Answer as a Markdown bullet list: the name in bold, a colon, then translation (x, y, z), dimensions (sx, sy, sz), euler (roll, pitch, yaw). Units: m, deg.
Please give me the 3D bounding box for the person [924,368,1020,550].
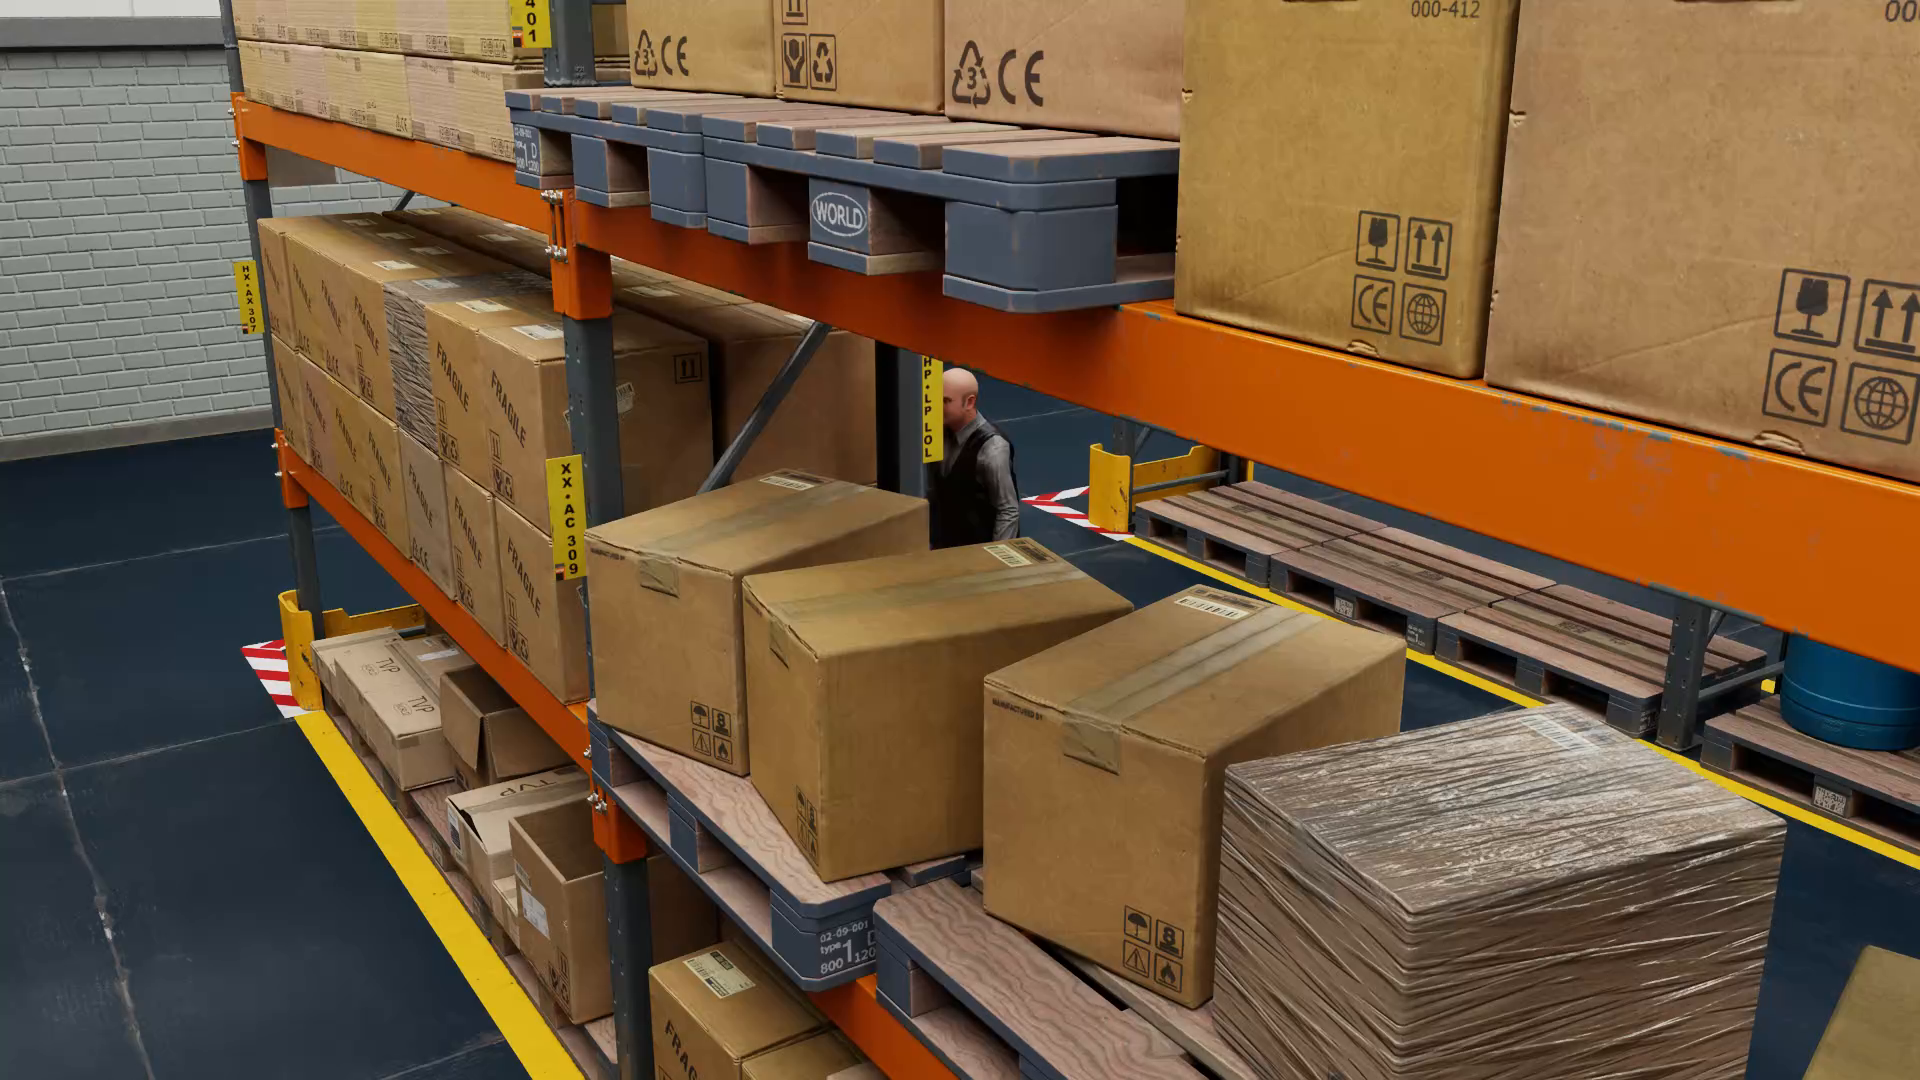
- **person**: translation (0.034, 0.072, 7.370), dimensions (0.418, 1.721, 0.593), euler (-13, 22, -35)
